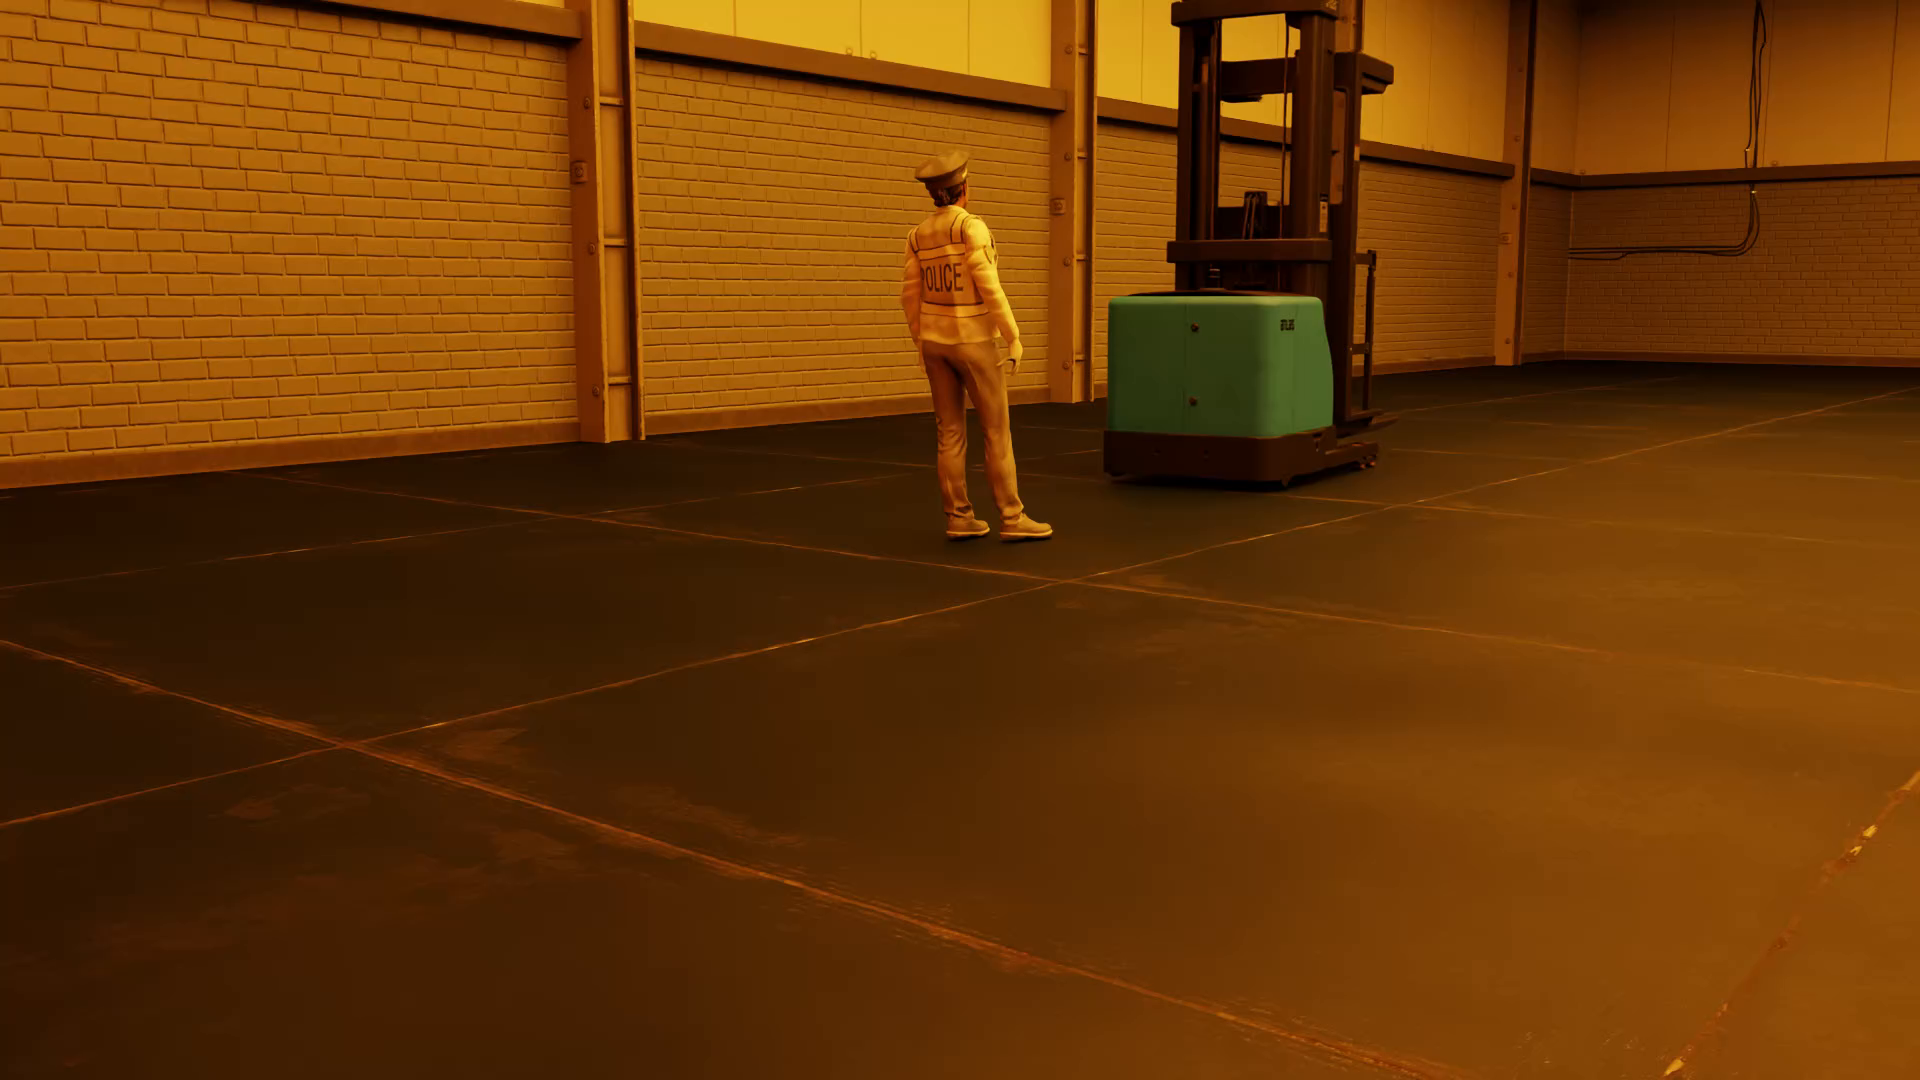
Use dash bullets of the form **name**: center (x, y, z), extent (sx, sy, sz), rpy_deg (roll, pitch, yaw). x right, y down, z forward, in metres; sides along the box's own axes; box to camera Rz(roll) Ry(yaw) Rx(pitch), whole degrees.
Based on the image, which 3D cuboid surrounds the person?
- **person**: center (0.049, -0.853, 7.330), extent (0.586, 1.694, 0.530), rpy_deg (7, 11, 38)

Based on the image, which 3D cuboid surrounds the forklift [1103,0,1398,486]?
- **forklift**: center (2.015, -1.919, 10.399), extent (1.130, 2.935, 3.031), rpy_deg (5, 10, 30)
